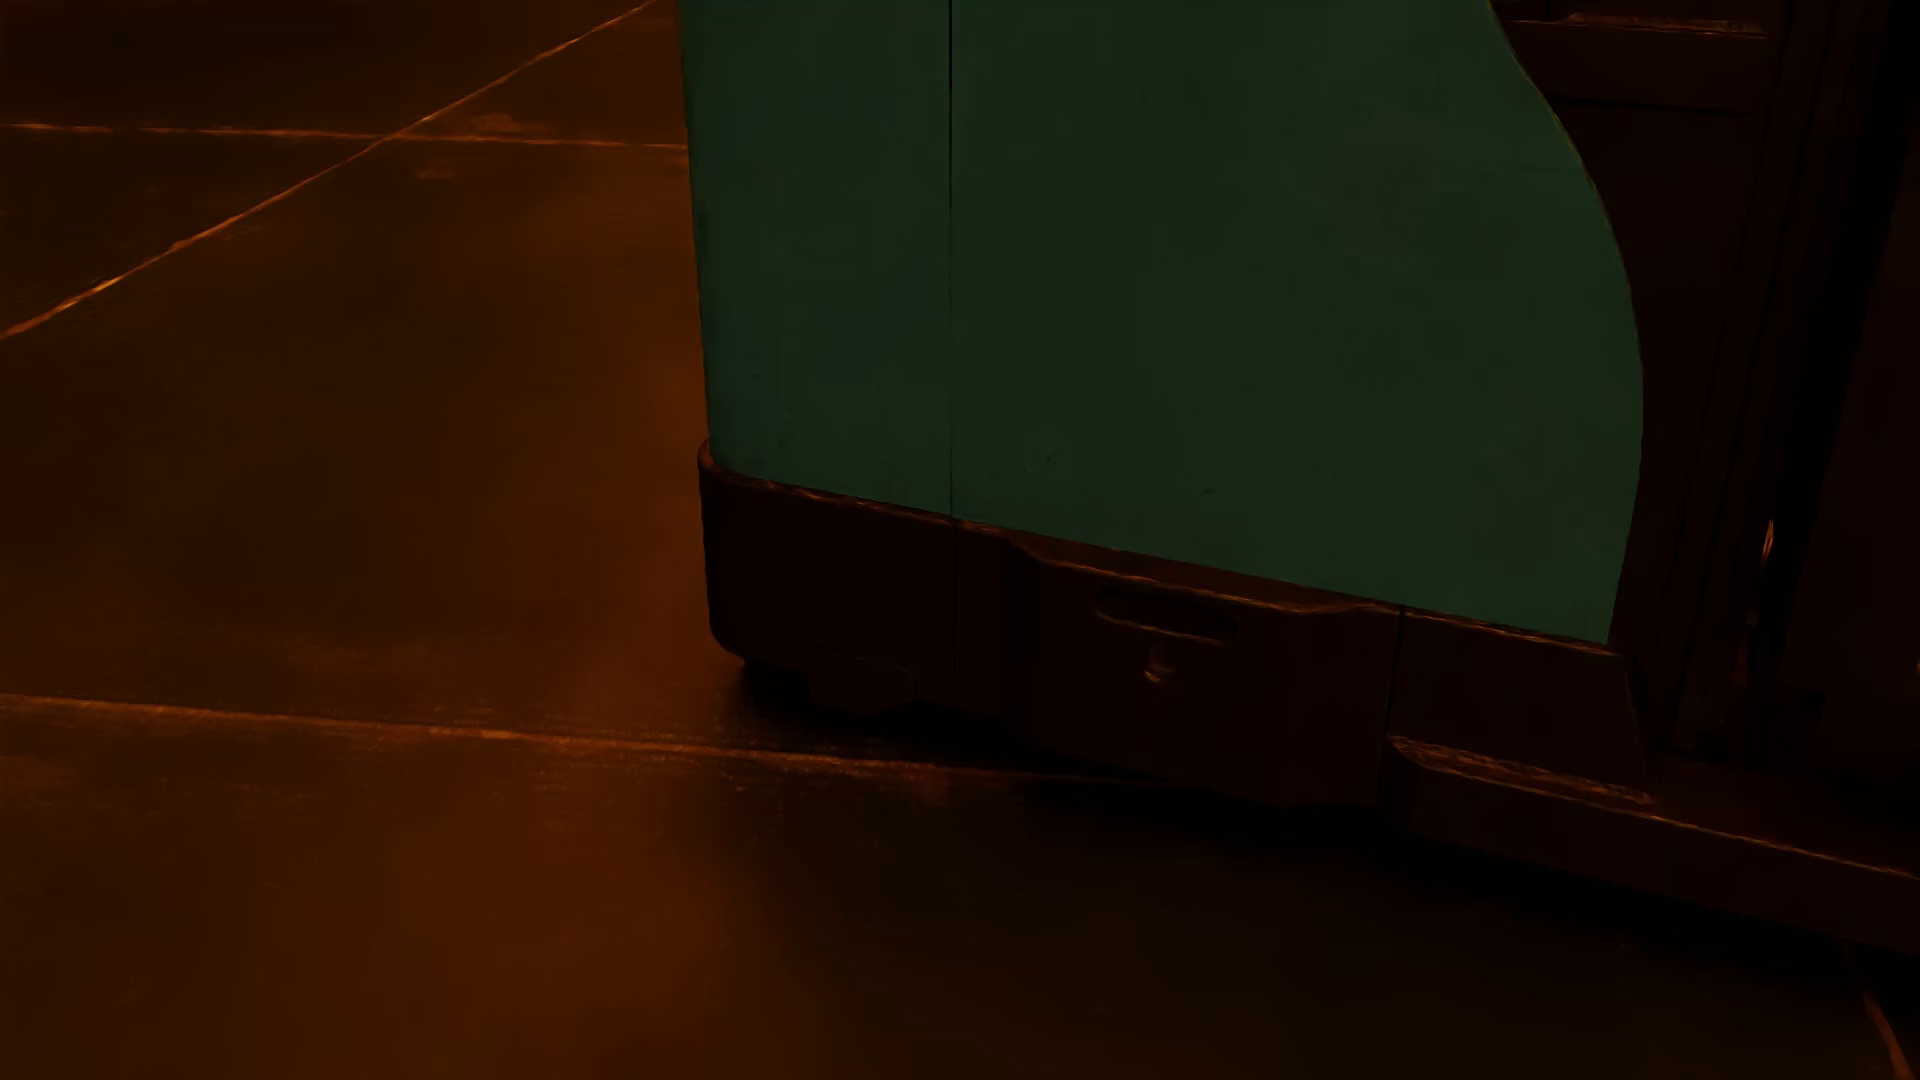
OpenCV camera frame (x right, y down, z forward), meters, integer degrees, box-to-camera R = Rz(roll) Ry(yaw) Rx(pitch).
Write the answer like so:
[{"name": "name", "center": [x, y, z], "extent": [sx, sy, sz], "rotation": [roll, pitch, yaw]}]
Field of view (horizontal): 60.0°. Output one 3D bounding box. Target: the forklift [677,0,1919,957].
[{"name": "forklift", "center": [1.244, -1.057, 1.336], "extent": [3.031, 2.935, 1.130], "rotation": [11, 29, 21]}]
